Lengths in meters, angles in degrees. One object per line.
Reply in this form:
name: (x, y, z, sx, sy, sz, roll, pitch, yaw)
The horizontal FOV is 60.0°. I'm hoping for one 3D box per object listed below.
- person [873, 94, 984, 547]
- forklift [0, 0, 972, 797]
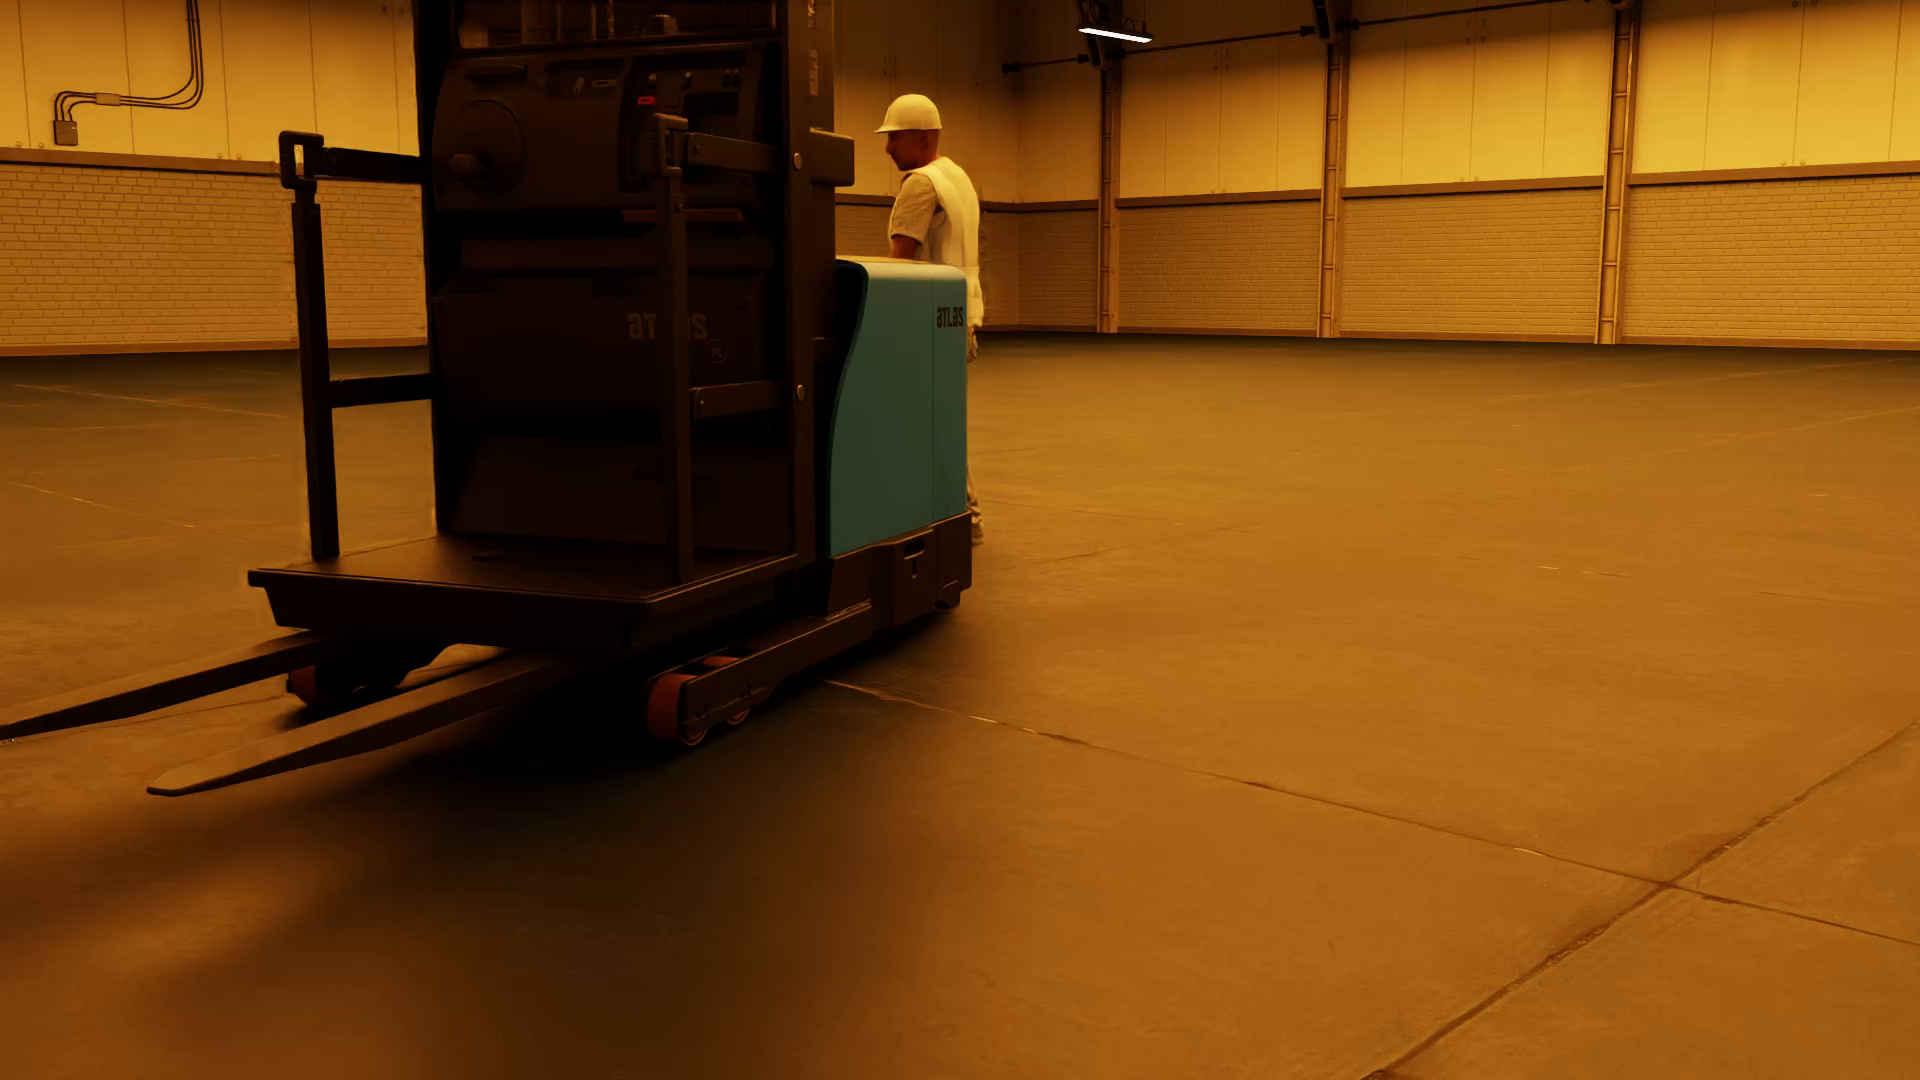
person: (-0.192, -0.868, 6.629, 0.643, 1.761, 0.717, 2, 9, 14)
forklift: (-0.978, -1.061, 3.922, 1.130, 2.935, 3.031, 3, 9, 21)
